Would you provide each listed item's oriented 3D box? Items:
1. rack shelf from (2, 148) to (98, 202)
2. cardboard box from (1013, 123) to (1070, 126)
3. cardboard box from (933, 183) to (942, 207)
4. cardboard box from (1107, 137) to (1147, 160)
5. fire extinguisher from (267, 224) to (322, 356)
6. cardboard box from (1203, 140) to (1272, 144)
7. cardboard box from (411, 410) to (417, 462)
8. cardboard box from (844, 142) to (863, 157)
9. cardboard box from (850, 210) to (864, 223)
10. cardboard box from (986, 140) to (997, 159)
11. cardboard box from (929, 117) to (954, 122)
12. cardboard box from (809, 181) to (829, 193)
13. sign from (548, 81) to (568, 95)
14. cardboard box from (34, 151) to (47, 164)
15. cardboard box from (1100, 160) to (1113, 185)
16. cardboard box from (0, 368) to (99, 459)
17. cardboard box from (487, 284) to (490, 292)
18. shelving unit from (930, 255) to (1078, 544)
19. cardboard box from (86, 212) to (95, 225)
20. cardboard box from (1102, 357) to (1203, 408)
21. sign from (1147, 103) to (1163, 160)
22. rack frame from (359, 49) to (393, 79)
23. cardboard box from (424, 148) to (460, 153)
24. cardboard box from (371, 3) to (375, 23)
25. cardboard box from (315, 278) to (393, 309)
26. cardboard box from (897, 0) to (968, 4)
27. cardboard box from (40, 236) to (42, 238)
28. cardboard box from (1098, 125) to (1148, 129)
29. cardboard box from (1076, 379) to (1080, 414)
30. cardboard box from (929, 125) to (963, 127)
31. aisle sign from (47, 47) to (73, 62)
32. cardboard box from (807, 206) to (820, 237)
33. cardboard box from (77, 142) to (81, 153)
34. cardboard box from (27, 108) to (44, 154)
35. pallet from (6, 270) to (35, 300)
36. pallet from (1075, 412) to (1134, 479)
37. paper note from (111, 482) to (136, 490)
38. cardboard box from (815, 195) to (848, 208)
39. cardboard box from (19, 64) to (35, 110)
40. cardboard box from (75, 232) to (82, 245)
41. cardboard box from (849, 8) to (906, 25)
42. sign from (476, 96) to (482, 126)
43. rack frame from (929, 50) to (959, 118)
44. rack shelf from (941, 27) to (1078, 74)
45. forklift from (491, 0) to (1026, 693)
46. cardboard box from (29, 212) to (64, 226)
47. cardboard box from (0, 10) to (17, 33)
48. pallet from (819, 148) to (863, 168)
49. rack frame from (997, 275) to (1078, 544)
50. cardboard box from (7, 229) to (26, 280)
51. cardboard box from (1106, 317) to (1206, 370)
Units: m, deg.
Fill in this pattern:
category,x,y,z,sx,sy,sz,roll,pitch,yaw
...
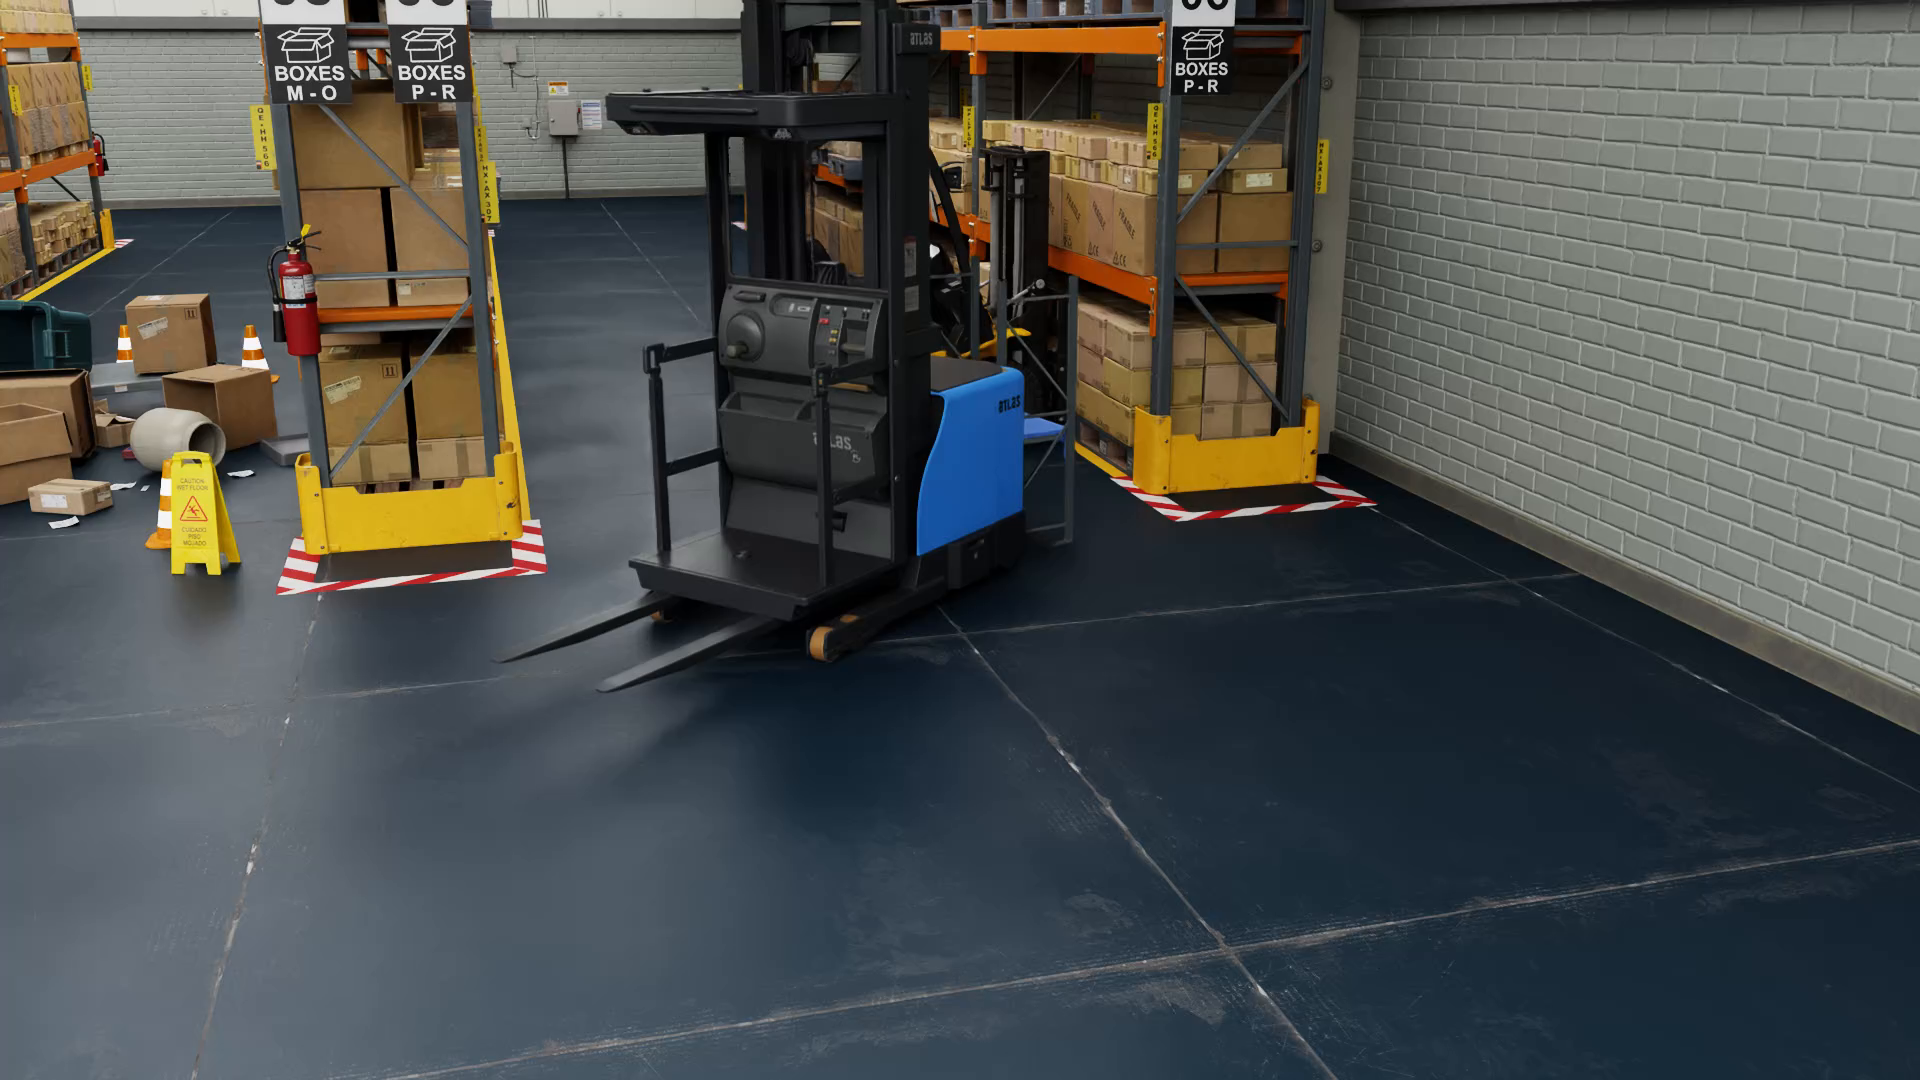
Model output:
category,x,y,z,sx,sy,sz,roll,pitch,yaw
rack shelf,-11.656,-4.532,20.575,1.077,0.370,4.000,-5,17,-15
cardboard box,0.635,-3.177,12.997,0.380,0.149,0.250,-5,17,-16
cardboard box,0.062,-3.108,14.847,0.500,0.250,0.500,-5,17,-16
cardboard box,1.201,-2.611,11.111,0.380,0.149,0.250,-5,17,-15
fire extinguisher,-3.488,-1.318,8.760,0.296,0.674,0.183,-5,17,-15
cardboard box,1.795,-2.506,10.762,0.380,0.149,0.250,-4,17,-13
cardboard box,-3.692,-0.654,10.463,0.500,0.250,0.500,-5,17,-15
cardboard box,-1.053,-4.262,18.132,0.380,0.149,0.250,-4,17,-14
cardboard box,-1.047,-3.687,18.998,0.380,0.149,0.250,-4,17,-14
cardboard box,0.430,-3.173,13.498,0.380,0.149,0.250,-5,17,-16
cardboard box,-0.220,-4.314,17.298,0.380,0.149,0.250,-4,17,-13
cardboard box,-1.702,-4.477,21.114,0.380,0.149,0.250,-5,17,-16
sign,-7.096,-7.981,29.371,0.339,0.242,0.001,-5,17,-15
cardboard box,-11.211,-4.593,19.964,0.380,0.149,0.250,-4,17,-14
cardboard box,1.162,-2.463,11.137,0.380,0.149,0.250,-5,17,-16
cardboard box,-6.259,-0.836,11.125,0.797,0.637,0.503,-5,17,-15
cardboard box,-3.756,-1.630,12.412,0.500,0.500,0.500,-5,17,-16
shelving unit,0.156,-0.801,9.513,0.538,1.500,1.048,-10,19,-30
cardboard box,-11.786,-4.284,22.209,0.380,0.149,0.250,-5,17,-17
cardboard box,1.260,-1.050,10.914,0.500,0.250,0.500,-5,17,-16
sign,1.169,-2.445,9.955,0.100,0.325,0.005,-5,17,-15
rack frame,-5.275,-3.636,16.342,1.000,3.000,0.127,-5,17,-15
cardboard box,-3.815,-2.617,12.258,0.500,0.500,0.500,-5,17,-17
cardboard box,-3.903,-3.313,10.489,0.380,0.149,0.250,-5,17,-15
cardboard box,-3.385,-1.389,9.300,0.380,0.149,0.250,-4,17,-13
cardboard box,-0.304,-5.412,15.962,0.700,0.500,0.500,-5,17,-16
cardboard box,-11.156,-3.554,19.779,0.380,0.149,0.250,-5,17,-16
cardboard box,1.269,-3.077,12.663,0.380,0.149,0.250,-5,17,-16
cardboard box,1.005,-1.083,11.893,0.500,0.250,0.500,-5,17,-15
cardboard box,-0.170,-3.856,15.773,0.380,0.149,0.250,-5,17,-15
aisle sign,-11.937,-6.718,22.085,0.394,0.787,0.004,-5,17,-15
cardboard box,-1.687,-3.988,21.130,0.500,0.500,0.500,-4,17,-13
cardboard box,-11.812,-5.170,21.884,0.380,0.149,0.250,-5,17,-15
cardboard box,-11.143,-4.807,19.549,0.500,0.500,0.500,-5,17,-15
pallet,-10.891,-2.772,18.314,1.003,0.211,1.213,-5,17,-15
pallet,1.444,-0.689,11.380,1.003,0.211,1.213,-5,17,-15
paper note,-5.340,-0.346,10.572,0.148,0.019,0.142,1,17,4
cardboard box,-1.610,-4.260,20.906,0.380,0.149,0.250,-5,17,-17
cardboard box,-11.153,-5.278,19.382,0.500,0.500,0.500,-5,18,-17
cardboard box,-11.492,-3.860,21.315,0.380,0.149,0.250,-6,18,-18
cardboard box,-0.878,-5.517,17.651,0.500,0.250,0.500,-5,18,-17
sign,-4.756,-4.198,16.339,0.100,0.325,0.005,-5,17,-15
rack frame,-0.504,-4.029,17.652,1.000,3.000,0.127,-5,17,-15
rack shelf,0.046,-4.568,15.482,1.077,0.370,4.000,-5,17,-15
forklift,-0.873,-0.999,7.683,1.130,2.935,3.031,11,20,32
cardboard box,-11.407,-3.990,20.711,0.380,0.149,0.250,-5,17,-15
cardboard box,-10.980,-5.837,18.715,0.500,0.250,0.500,-4,17,-12
pallet,-1.043,-4.475,19.469,1.003,0.211,1.213,-5,17,-15
rack frame,0.418,-0.676,9.096,0.500,1.500,0.032,-10,19,-30
cardboard box,-10.661,-3.142,18.314,0.500,0.500,0.500,-5,17,-16
cardboard box,1.268,-1.282,10.819,0.500,0.250,0.500,-4,17,-13
